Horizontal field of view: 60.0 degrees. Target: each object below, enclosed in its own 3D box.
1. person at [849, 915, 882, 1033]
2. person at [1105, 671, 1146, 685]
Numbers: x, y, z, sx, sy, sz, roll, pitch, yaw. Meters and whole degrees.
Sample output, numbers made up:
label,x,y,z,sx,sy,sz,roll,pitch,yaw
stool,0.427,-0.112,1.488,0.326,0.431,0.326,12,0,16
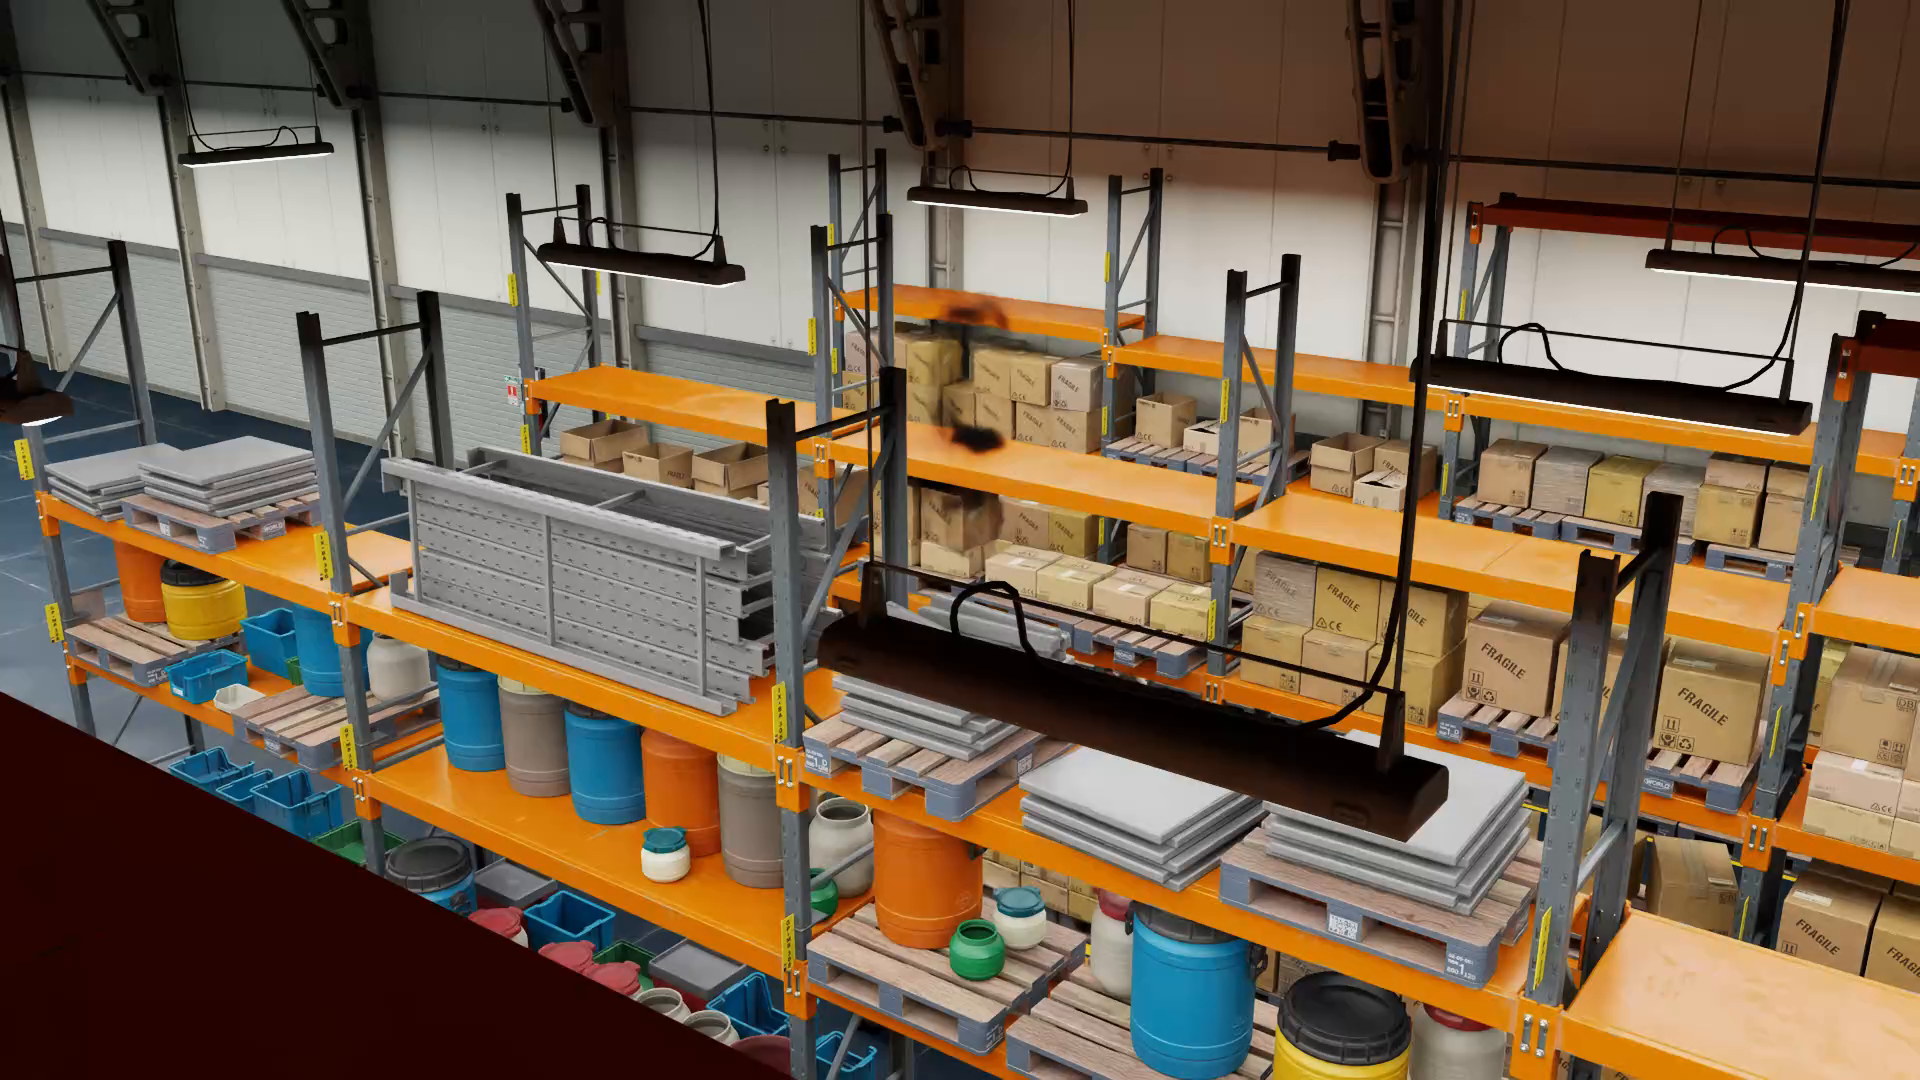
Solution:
label,x,y,z,sx,sy,sz,roll,pitch,yaw
person,-0.630,3.153,13.056,0.605,1.702,0.682,10,21,28
person,1.796,1.696,17.518,0.636,1.570,0.511,11,22,30
